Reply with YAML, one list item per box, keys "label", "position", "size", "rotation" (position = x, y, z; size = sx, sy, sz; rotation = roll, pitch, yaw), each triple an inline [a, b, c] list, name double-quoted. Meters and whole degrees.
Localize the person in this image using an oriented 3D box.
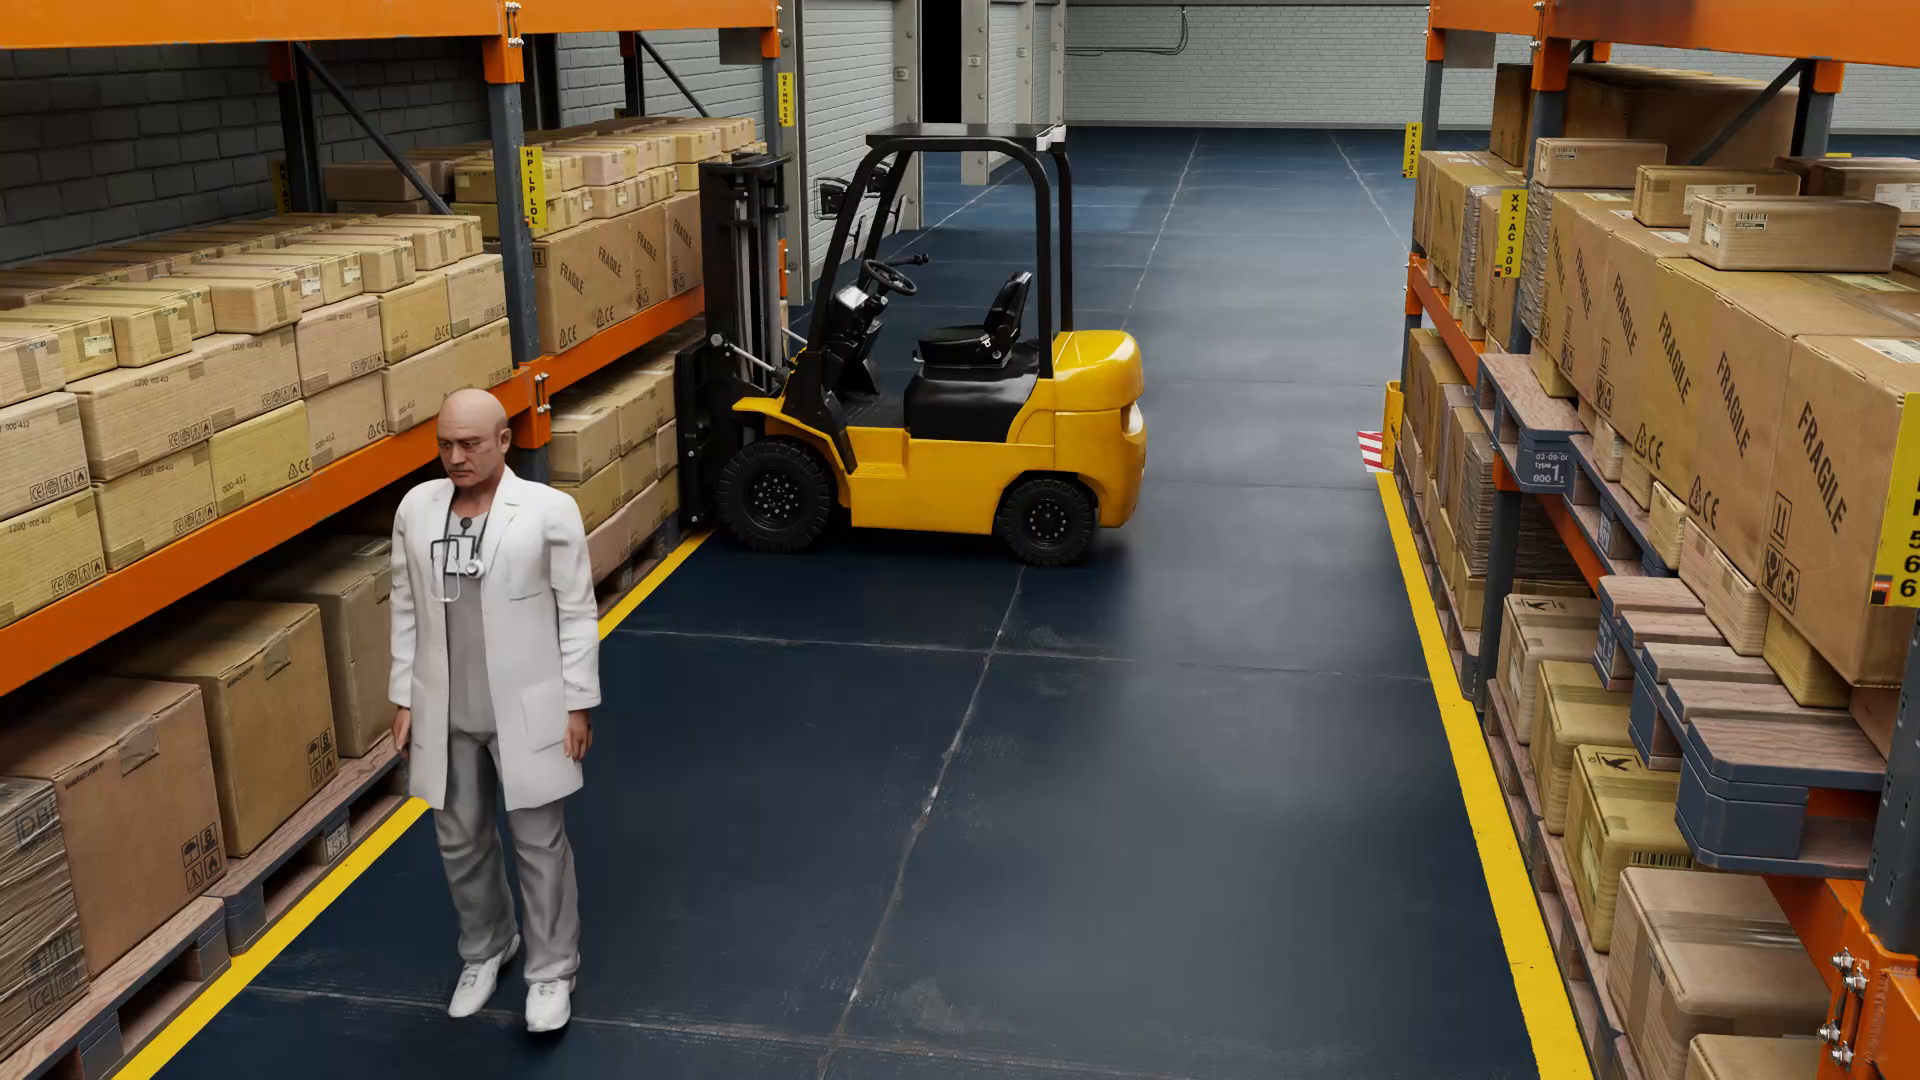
- label: "person"
  position: [-1.284, 0.492, 4.565]
  size: [0.587, 1.826, 0.490]
  rotation: [2, 18, 6]
